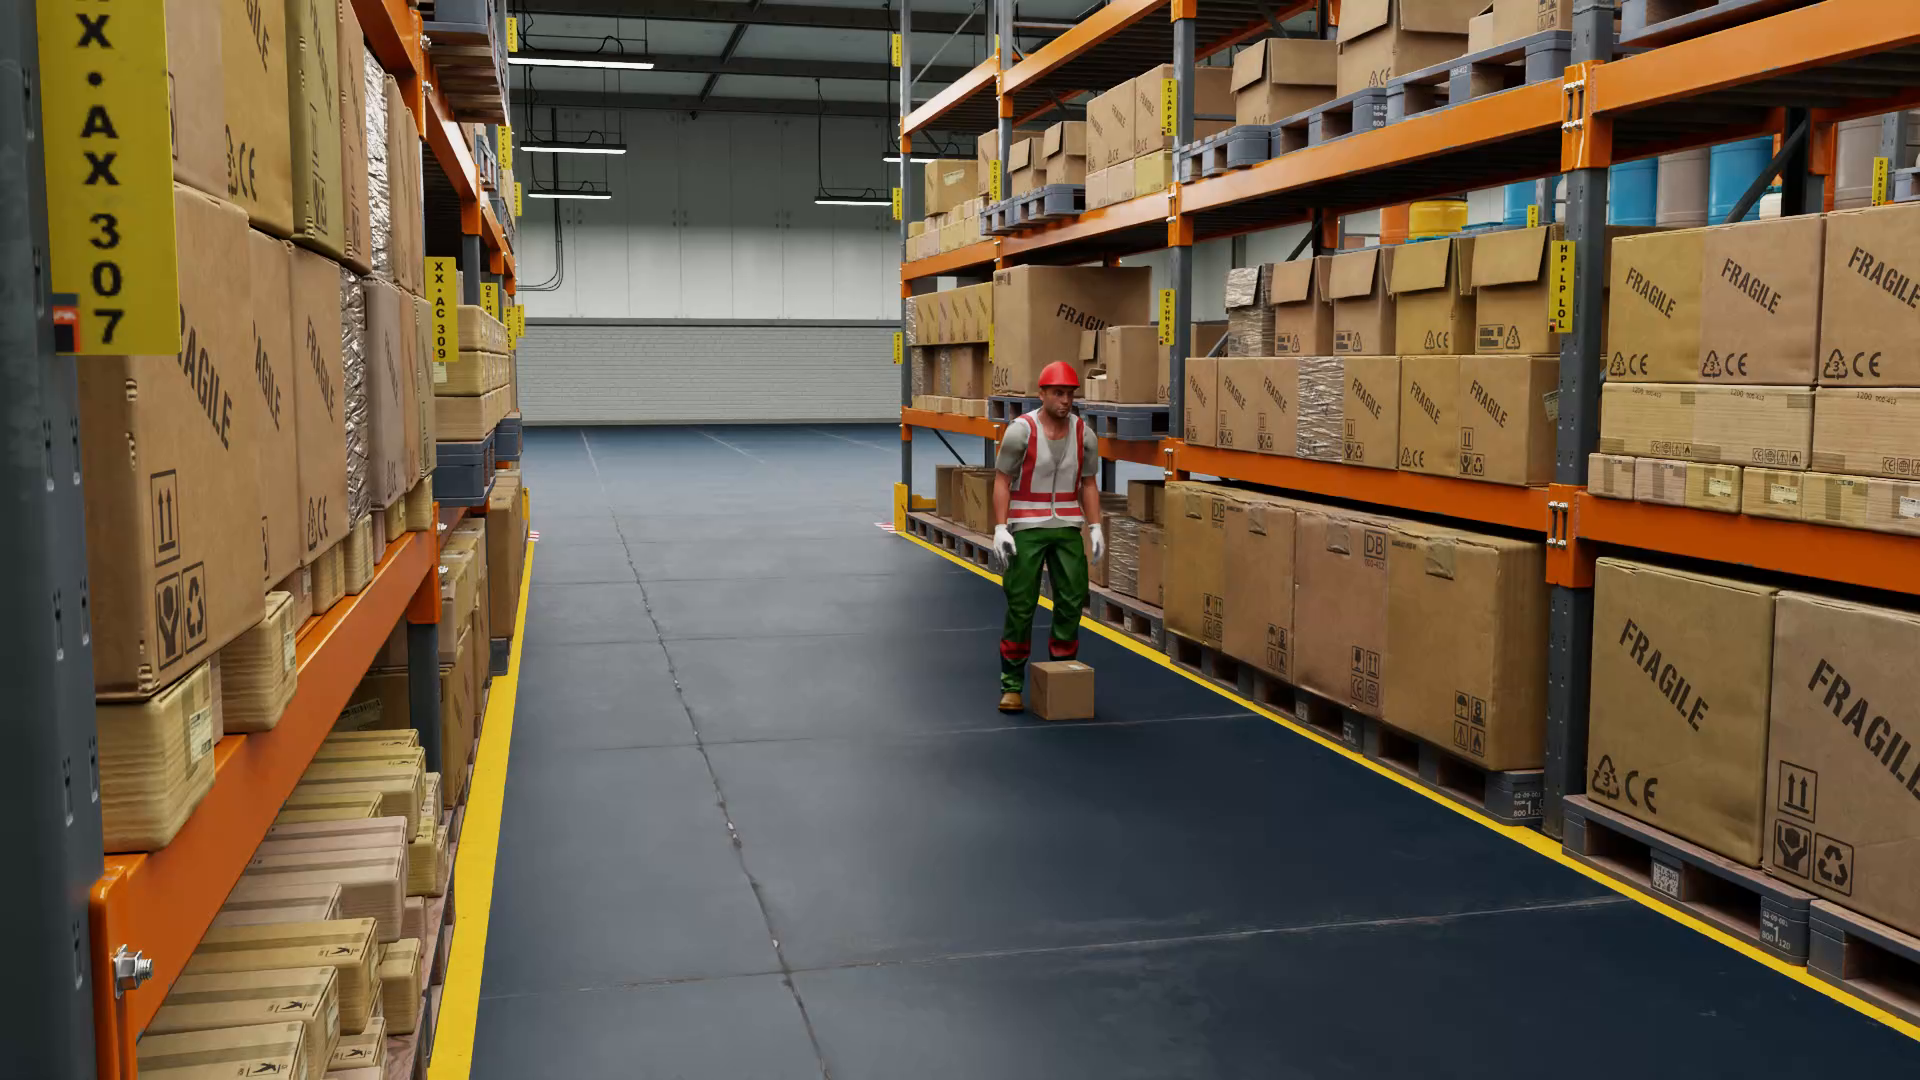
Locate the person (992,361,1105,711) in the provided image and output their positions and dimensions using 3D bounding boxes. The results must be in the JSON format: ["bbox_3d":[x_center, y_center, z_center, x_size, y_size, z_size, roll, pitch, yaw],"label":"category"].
[{"bbox_3d":[0.457,-0.023,8.538,0.619,1.779,0.449,-2,6,-17],"label":"person"}]
